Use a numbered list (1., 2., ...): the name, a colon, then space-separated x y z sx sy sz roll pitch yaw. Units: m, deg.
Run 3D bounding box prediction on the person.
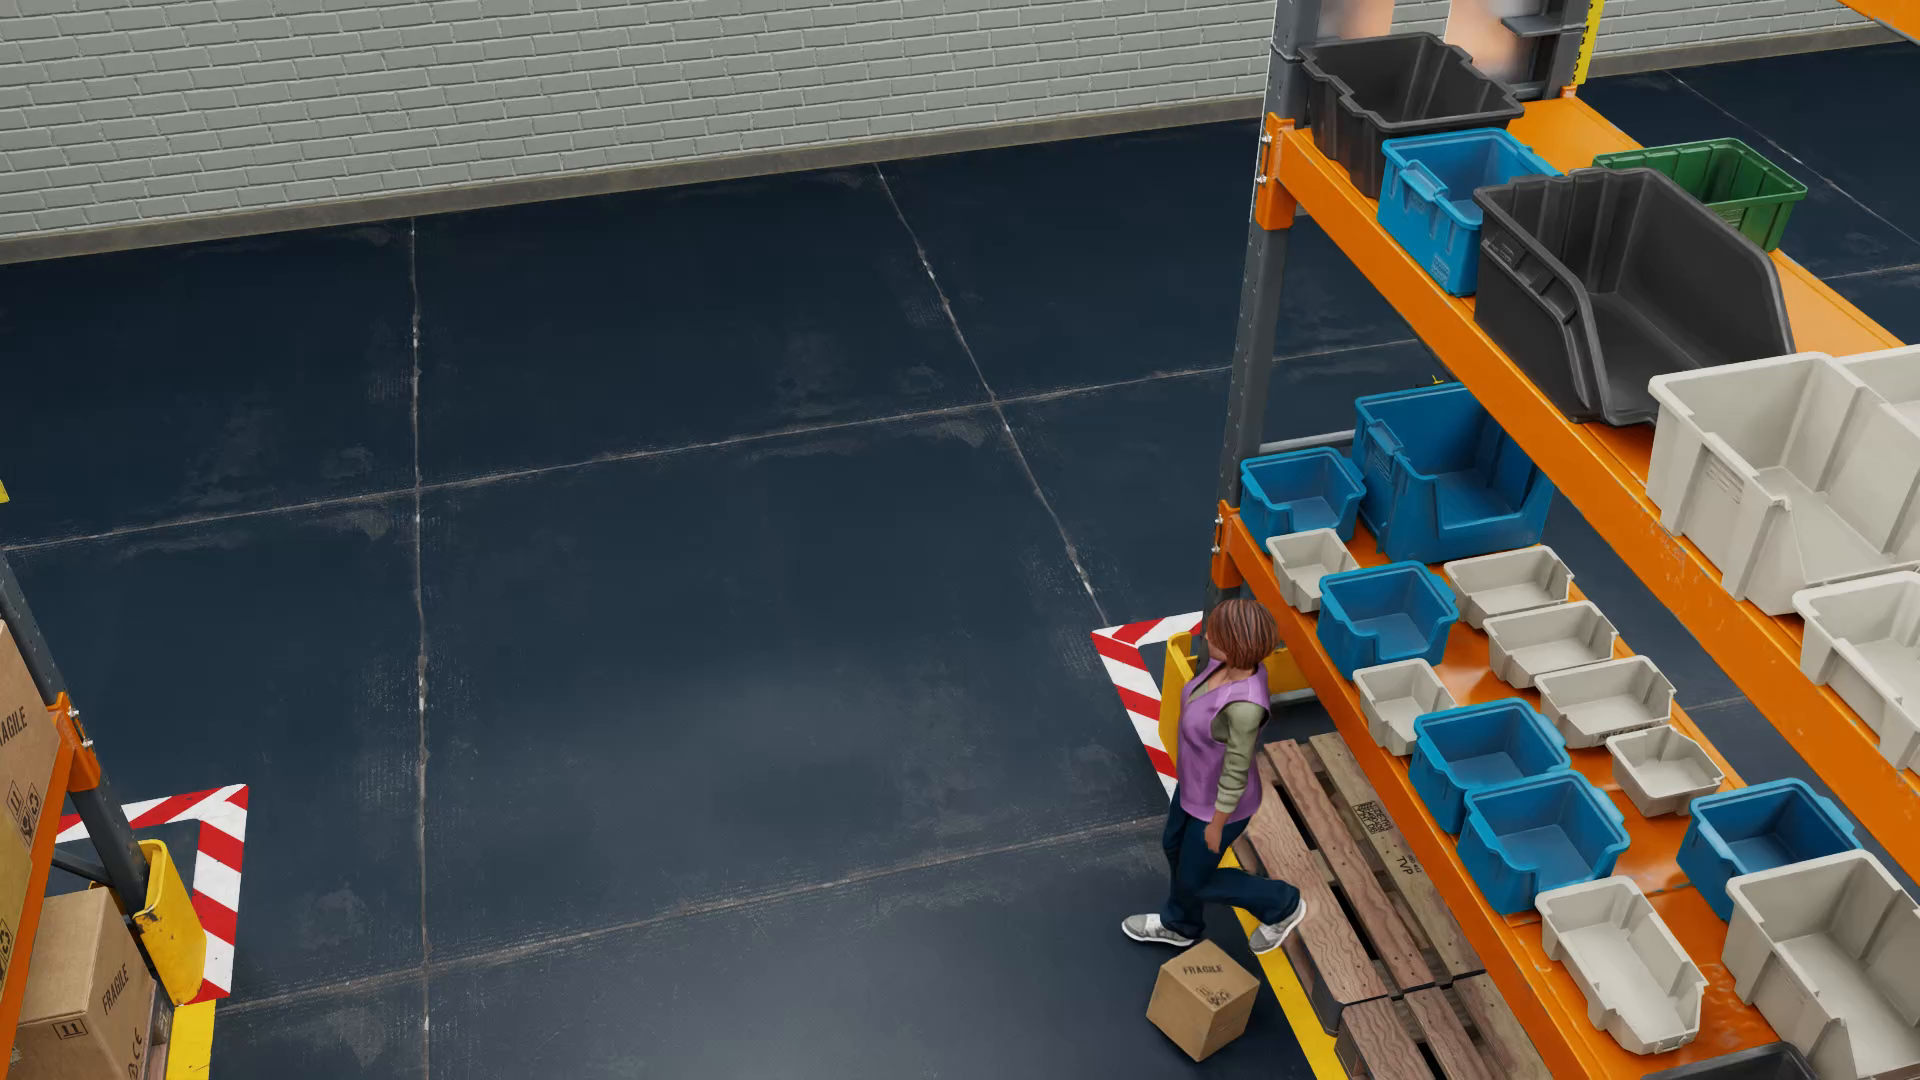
1. person: 0.915 0.855 5.639 0.638 1.572 0.425 1 39 1
